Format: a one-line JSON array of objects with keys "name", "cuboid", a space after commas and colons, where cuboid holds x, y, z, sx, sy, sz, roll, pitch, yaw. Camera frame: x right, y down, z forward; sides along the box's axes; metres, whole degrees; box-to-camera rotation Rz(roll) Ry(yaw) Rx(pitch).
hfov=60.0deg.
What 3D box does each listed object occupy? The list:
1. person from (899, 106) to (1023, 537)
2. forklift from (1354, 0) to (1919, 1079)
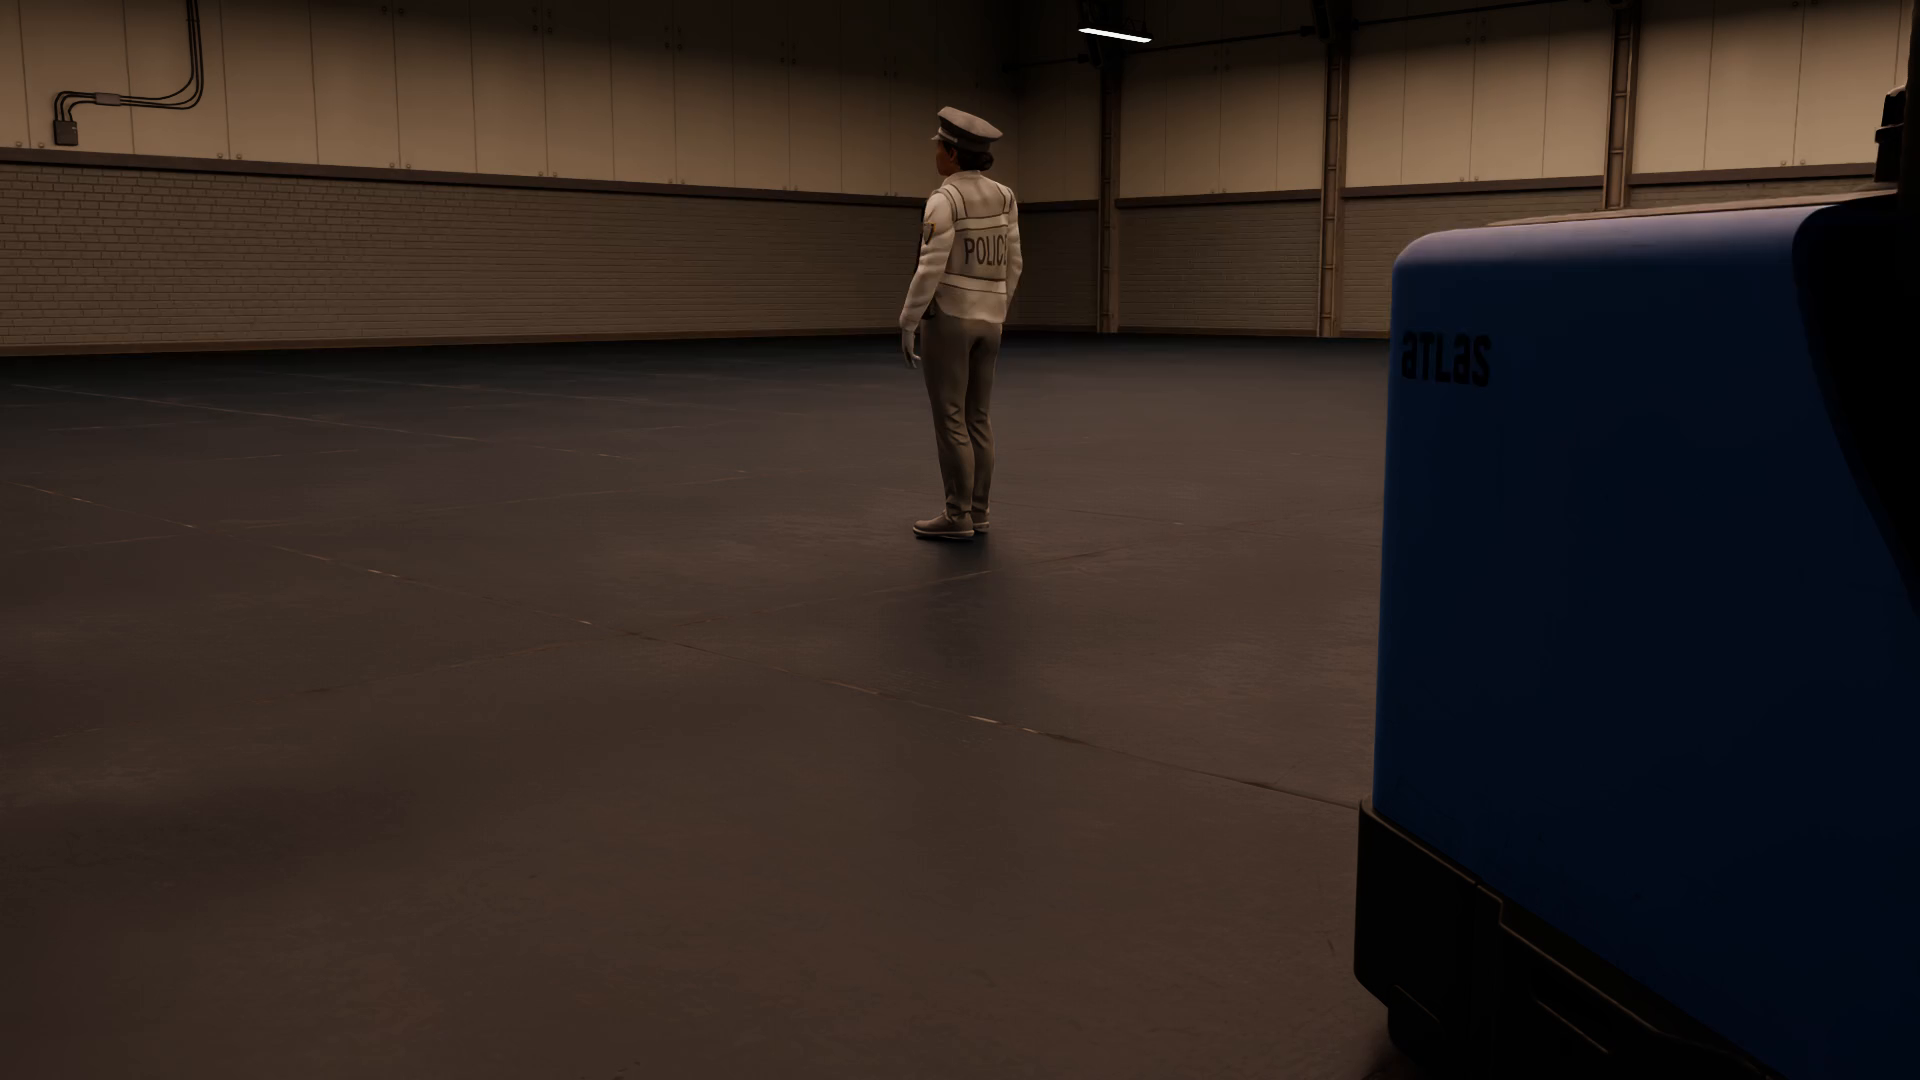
[{"name": "person", "cuboid": [-0.045, -0.853, 6.643, 0.530, 1.694, 0.586, 8, 12, 43]}, {"name": "forklift", "cuboid": [1.369, -0.591, 0.796, 1.130, 2.935, 3.031, -2, 9, -13]}]
